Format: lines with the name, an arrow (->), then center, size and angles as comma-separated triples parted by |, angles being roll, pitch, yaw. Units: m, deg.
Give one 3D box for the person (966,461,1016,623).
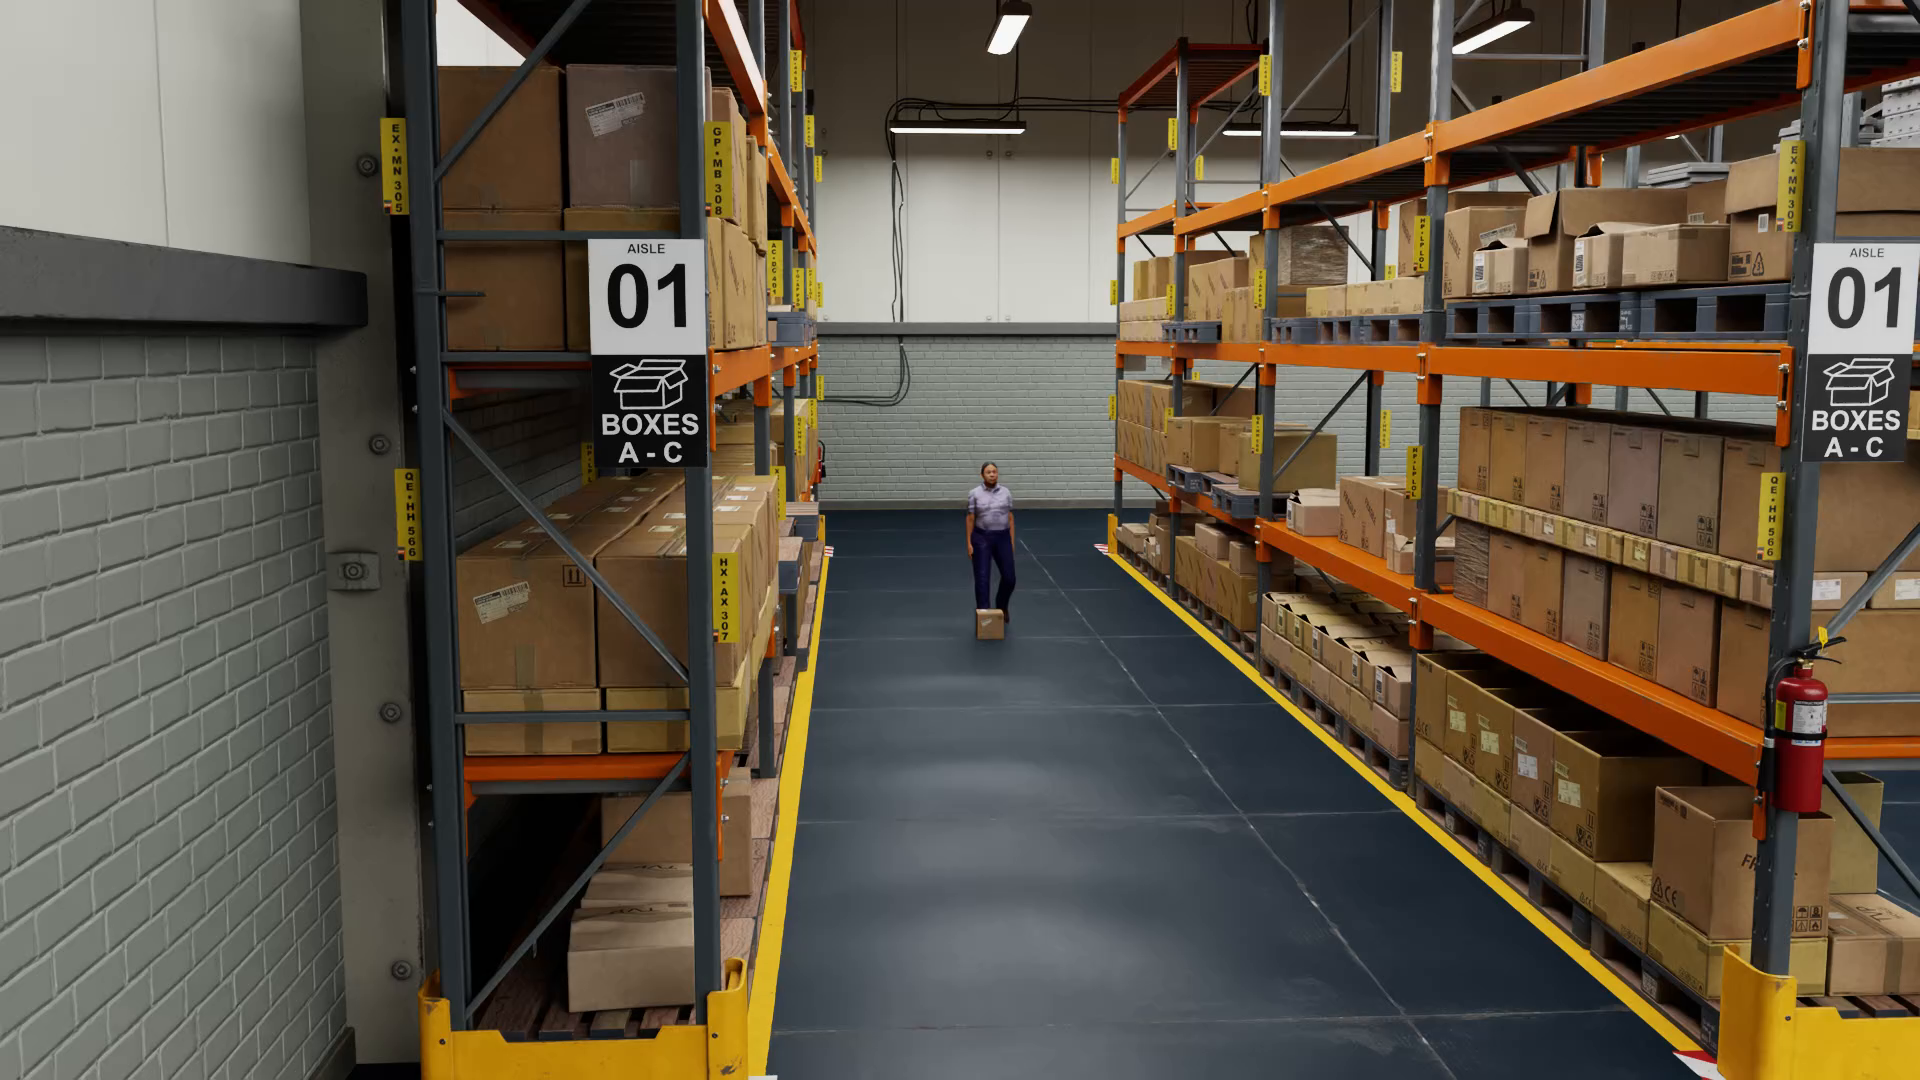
person -> 0.303, 0.037, 16.420 | 0.491, 1.641, 0.604 | -2, 7, -14
